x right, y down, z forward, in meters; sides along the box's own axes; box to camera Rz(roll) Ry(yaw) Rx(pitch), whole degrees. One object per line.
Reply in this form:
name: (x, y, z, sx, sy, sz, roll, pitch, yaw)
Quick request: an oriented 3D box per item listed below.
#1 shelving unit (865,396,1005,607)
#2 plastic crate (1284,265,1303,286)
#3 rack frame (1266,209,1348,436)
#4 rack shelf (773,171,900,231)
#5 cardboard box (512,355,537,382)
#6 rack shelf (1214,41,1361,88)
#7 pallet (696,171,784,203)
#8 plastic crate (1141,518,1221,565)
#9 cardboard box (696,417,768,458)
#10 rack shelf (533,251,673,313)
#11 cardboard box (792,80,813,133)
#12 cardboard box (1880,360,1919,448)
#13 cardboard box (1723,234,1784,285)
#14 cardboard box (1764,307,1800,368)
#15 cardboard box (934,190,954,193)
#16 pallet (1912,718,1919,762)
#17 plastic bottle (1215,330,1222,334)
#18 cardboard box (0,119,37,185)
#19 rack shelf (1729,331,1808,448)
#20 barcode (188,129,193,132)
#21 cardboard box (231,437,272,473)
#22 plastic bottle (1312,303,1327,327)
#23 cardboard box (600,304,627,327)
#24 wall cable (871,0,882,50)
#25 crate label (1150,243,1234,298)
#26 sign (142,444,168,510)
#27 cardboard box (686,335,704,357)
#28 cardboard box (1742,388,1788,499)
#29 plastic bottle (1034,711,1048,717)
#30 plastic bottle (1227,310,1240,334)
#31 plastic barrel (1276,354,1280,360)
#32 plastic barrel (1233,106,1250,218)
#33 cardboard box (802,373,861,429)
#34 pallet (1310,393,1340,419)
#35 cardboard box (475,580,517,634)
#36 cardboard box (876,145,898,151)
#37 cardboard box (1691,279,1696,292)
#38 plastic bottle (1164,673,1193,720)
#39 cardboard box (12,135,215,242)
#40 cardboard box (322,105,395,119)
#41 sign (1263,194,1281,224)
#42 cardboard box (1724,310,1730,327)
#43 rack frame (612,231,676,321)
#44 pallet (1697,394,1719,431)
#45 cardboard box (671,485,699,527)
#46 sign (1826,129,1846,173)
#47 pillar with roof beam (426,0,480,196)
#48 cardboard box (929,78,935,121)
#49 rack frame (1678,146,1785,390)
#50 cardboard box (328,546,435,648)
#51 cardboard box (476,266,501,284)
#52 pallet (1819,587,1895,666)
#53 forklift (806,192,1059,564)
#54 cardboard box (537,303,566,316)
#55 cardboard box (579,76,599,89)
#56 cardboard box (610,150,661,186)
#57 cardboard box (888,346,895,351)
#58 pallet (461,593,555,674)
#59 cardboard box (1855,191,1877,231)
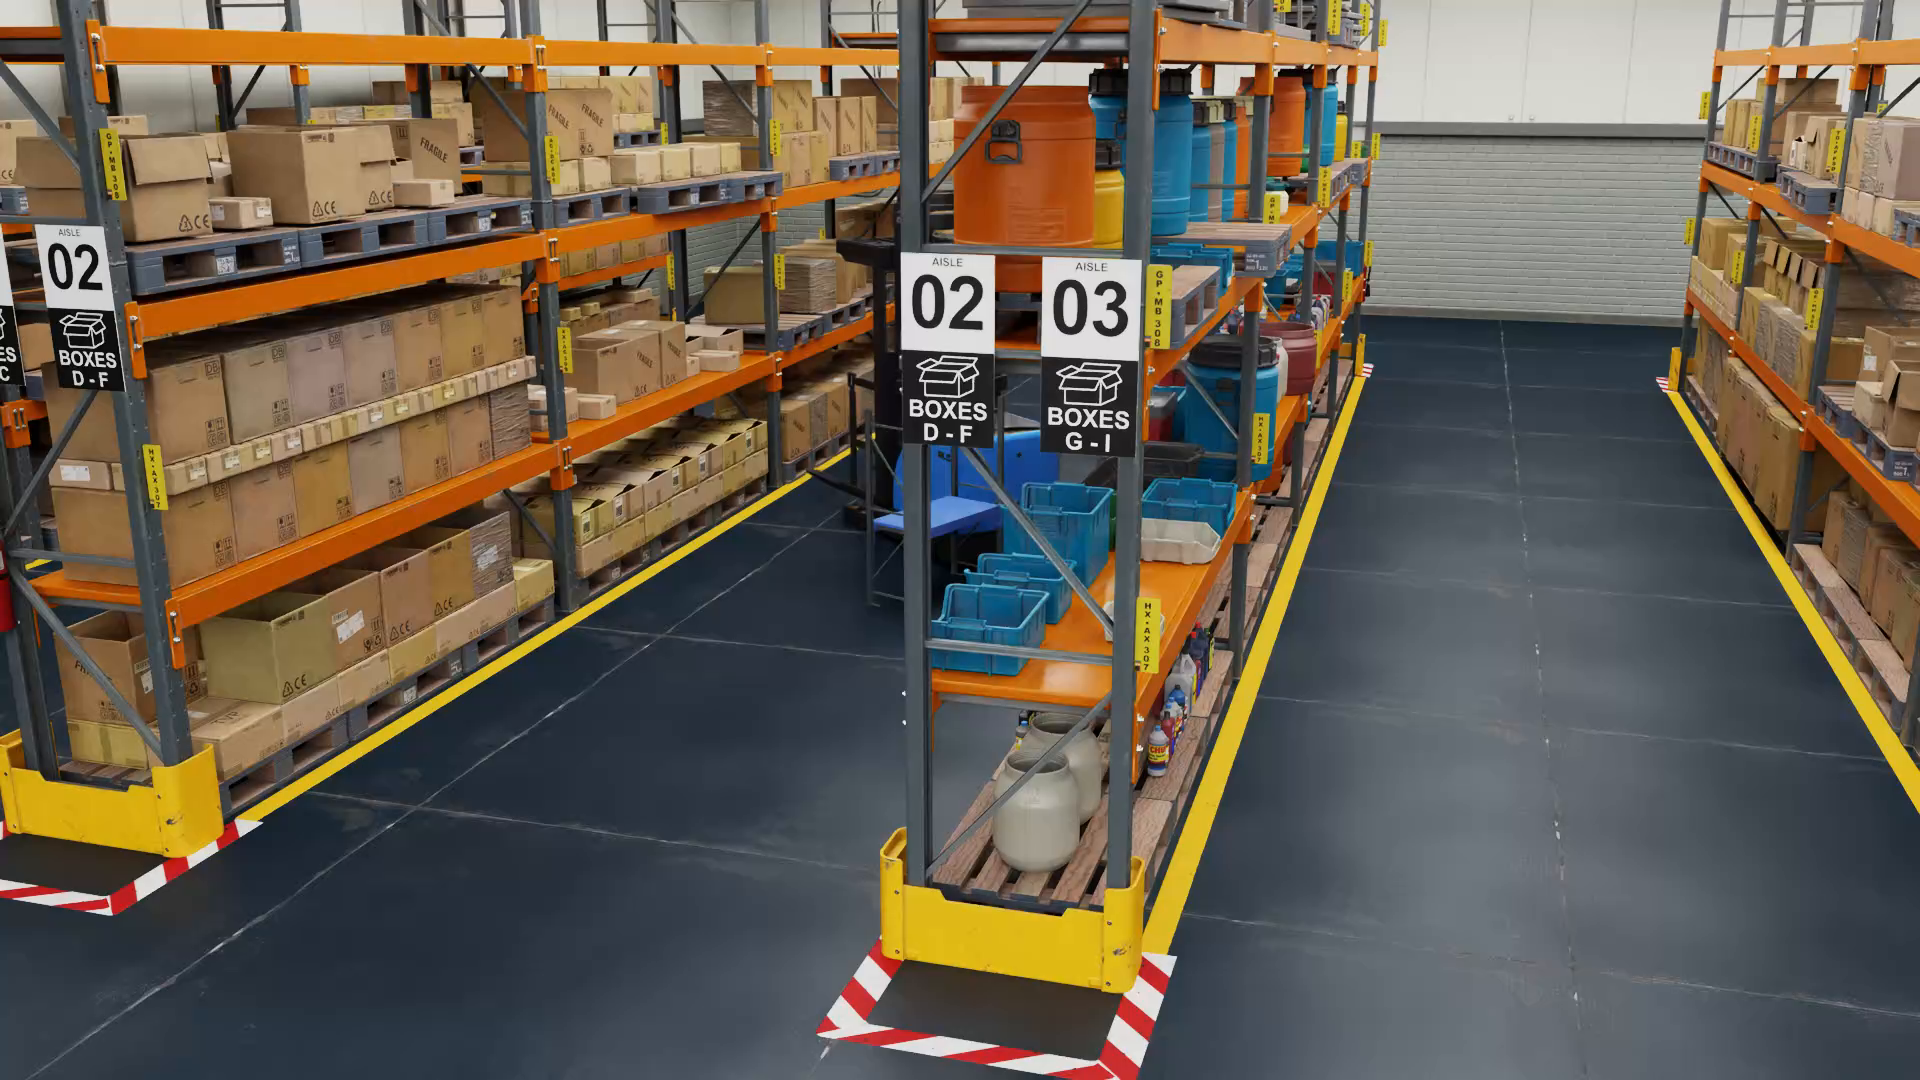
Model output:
shelving unit: (-0.179, -0.305, 12.655, 0.538, 1.500, 1.048, 12, 20, 36)
plastic crate: (4.042, -3.264, 20.538, 0.416, 0.233, 0.300, 5, 16, 16)
rack frame: (3.666, -2.653, 18.186, 1.000, 3.000, 0.127, 5, 16, 16)
rack shelf: (-1.651, -3.612, 17.388, 1.077, 0.370, 4.000, 5, 16, 16)
cardboard box: (-3.228, -1.218, 11.753, 0.380, 0.149, 0.250, 5, 16, 16)
rack shelf: (3.097, -4.477, 15.675, 1.077, 0.370, 4.000, 5, 16, 16)
pallet: (-2.326, -3.159, 14.820, 1.213, 0.211, 1.003, 5, 17, 18)
plastic crate: (1.173, 0.011, 9.276, 0.530, 0.136, 0.437, 5, 16, 16)
cardboard box: (-2.132, -0.984, 15.545, 0.500, 0.311, 0.500, 5, 17, 17)
rack shelf: (-5.265, -3.598, 22.837, 1.077, 0.370, 4.000, 5, 16, 16)
cardboard box: (-1.799, -4.344, 16.636, 0.500, 0.500, 0.500, 5, 16, 16)
cardboard box: (6.545, -0.888, 11.005, 0.797, 0.503, 0.637, 6, 17, 22)
cardboard box: (8.435, -2.972, 17.667, 0.500, 0.500, 0.500, 5, 17, 16)
cardboard box: (7.617, -1.818, 15.059, 0.500, 0.500, 0.500, 5, 17, 17)
cardboard box: (-0.325, -4.518, 22.746, 0.500, 0.500, 0.500, 5, 17, 18)
pallet: (5.984, 1.344, 9.204, 1.003, 0.211, 1.213, 5, 16, 16)
plastic bottle: (2.406, -1.824, 15.497, 0.097, 0.271, 0.097, 0, 16, 0)
cardboard box: (-7.874, -3.158, 13.517, 0.500, 0.500, 0.500, 7, 17, 24)
rack shelf: (7.846, -1.400, 15.085, 1.077, 0.370, 4.000, 5, 16, 16)
barcode: (-7.643, -4.049, 16.511, 0.001, 0.075, 0.075, 5, 16, 16)
cardboard box: (-4.030, -0.479, 9.150, 0.380, 0.149, 0.250, 5, 16, 16)
plastic bottle: (3.760, -2.370, 17.414, 0.152, 0.276, 0.135, 5, 16, 16)
cardboard box: (-5.084, -3.014, 23.269, 0.700, 0.500, 0.500, 4, 16, 14)
wall cable: (-0.153, -9.532, 27.879, 3.097, 2.526, 0.112, 5, 16, 16)
crate label: (1.104, -1.349, 8.364, 0.502, 0.251, 0.408, 5, 16, 16)
sign: (-3.962, -0.309, 8.189, 0.100, 0.325, 0.005, 5, 16, 16)
cardboard box: (-2.659, -1.730, 15.094, 0.500, 0.311, 0.500, 4, 16, 15)
cardboard box: (7.754, -0.814, 14.826, 1.225, 0.875, 0.875, 5, 16, 16)
plastic bottle: (0.455, 1.007, 9.468, 0.152, 0.276, 0.135, 5, 17, 16)
plastic bottle: (2.645, -2.059, 16.182, 0.144, 0.351, 0.185, 5, 16, 16)
plastic barrel: (2.206, -1.164, 12.687, 0.433, 0.535, 0.433, 0, 16, 0)
plastic barrel: (1.901, -2.887, 12.727, 0.600, 0.830, 0.708, 5, 16, 16)
cardboard box: (-1.382, -1.503, 17.905, 0.500, 0.500, 0.500, 4, 16, 14)
pallet: (3.837, -1.507, 19.255, 1.003, 0.211, 1.213, 5, 16, 16)
cardboard box: (-3.430, 0.444, 11.536, 0.500, 0.250, 0.500, 5, 16, 16)
cardboard box: (-0.707, -4.517, 19.536, 0.500, 0.250, 0.500, 5, 16, 16)
cardboard box: (9.062, -3.060, 20.081, 0.380, 0.149, 0.250, 4, 16, 15)
plastic bottle: (1.289, 0.906, 9.822, 0.152, 0.276, 0.135, 5, 17, 17)
cardboard box: (-4.325, -1.811, 8.504, 0.797, 0.503, 0.637, 6, 17, 20)
cardboard box: (-6.617, -4.495, 18.195, 0.700, 0.500, 0.500, 6, 17, 19)
sign: (1.916, -1.962, 10.236, 0.100, 0.325, 0.005, 5, 16, 16)
cardboard box: (8.260, -2.321, 17.475, 0.380, 0.149, 0.250, 5, 17, 17)
rack frame: (-4.696, -4.468, 24.584, 1.000, 3.000, 0.127, 5, 16, 16)
pallet: (9.050, -1.440, 19.021, 1.003, 0.211, 1.213, 5, 16, 16)
cardboard box: (-2.567, -0.313, 14.205, 0.500, 0.250, 0.500, 5, 17, 17)
sign: (6.748, -2.997, 12.811, 0.100, 0.325, 0.005, 5, 16, 16)
pillar with roof beam: (-2.336, -6.224, 19.781, 9.100, 9.000, 0.400, 5, 16, 16)
cardboard box: (-0.703, -5.260, 19.866, 0.700, 0.500, 0.500, 5, 16, 16)
rack frame: (9.551, -3.315, 20.521, 1.000, 3.000, 0.127, 5, 16, 16)
cardboard box: (-3.698, 0.346, 10.507, 0.500, 0.500, 0.500, 5, 16, 16)
cardboard box: (-5.858, -3.348, 19.869, 0.500, 0.500, 0.500, 5, 17, 16)
pallet: (6.705, 0.642, 11.681, 1.003, 0.211, 1.213, 5, 16, 16)
forklift: (-0.379, -1.567, 14.482, 1.130, 2.935, 3.031, -10, 19, -31)
cardboard box: (-5.532, -3.105, 22.402, 0.380, 0.149, 0.250, 4, 16, 14)
cardboard box: (-5.086, -5.832, 21.846, 0.500, 0.500, 0.500, 5, 17, 16)
cardboard box: (-2.754, -3.014, 13.465, 0.500, 0.250, 0.500, 3, 16, 11)
cardboard box: (-0.979, -2.323, 21.145, 0.500, 0.311, 0.500, 5, 16, 16)
pallet: (-3.622, 0.601, 11.823, 1.003, 0.211, 1.213, 5, 16, 16)
cardboard box: (6.754, -2.356, 11.916, 0.500, 0.250, 0.500, 5, 17, 17)
